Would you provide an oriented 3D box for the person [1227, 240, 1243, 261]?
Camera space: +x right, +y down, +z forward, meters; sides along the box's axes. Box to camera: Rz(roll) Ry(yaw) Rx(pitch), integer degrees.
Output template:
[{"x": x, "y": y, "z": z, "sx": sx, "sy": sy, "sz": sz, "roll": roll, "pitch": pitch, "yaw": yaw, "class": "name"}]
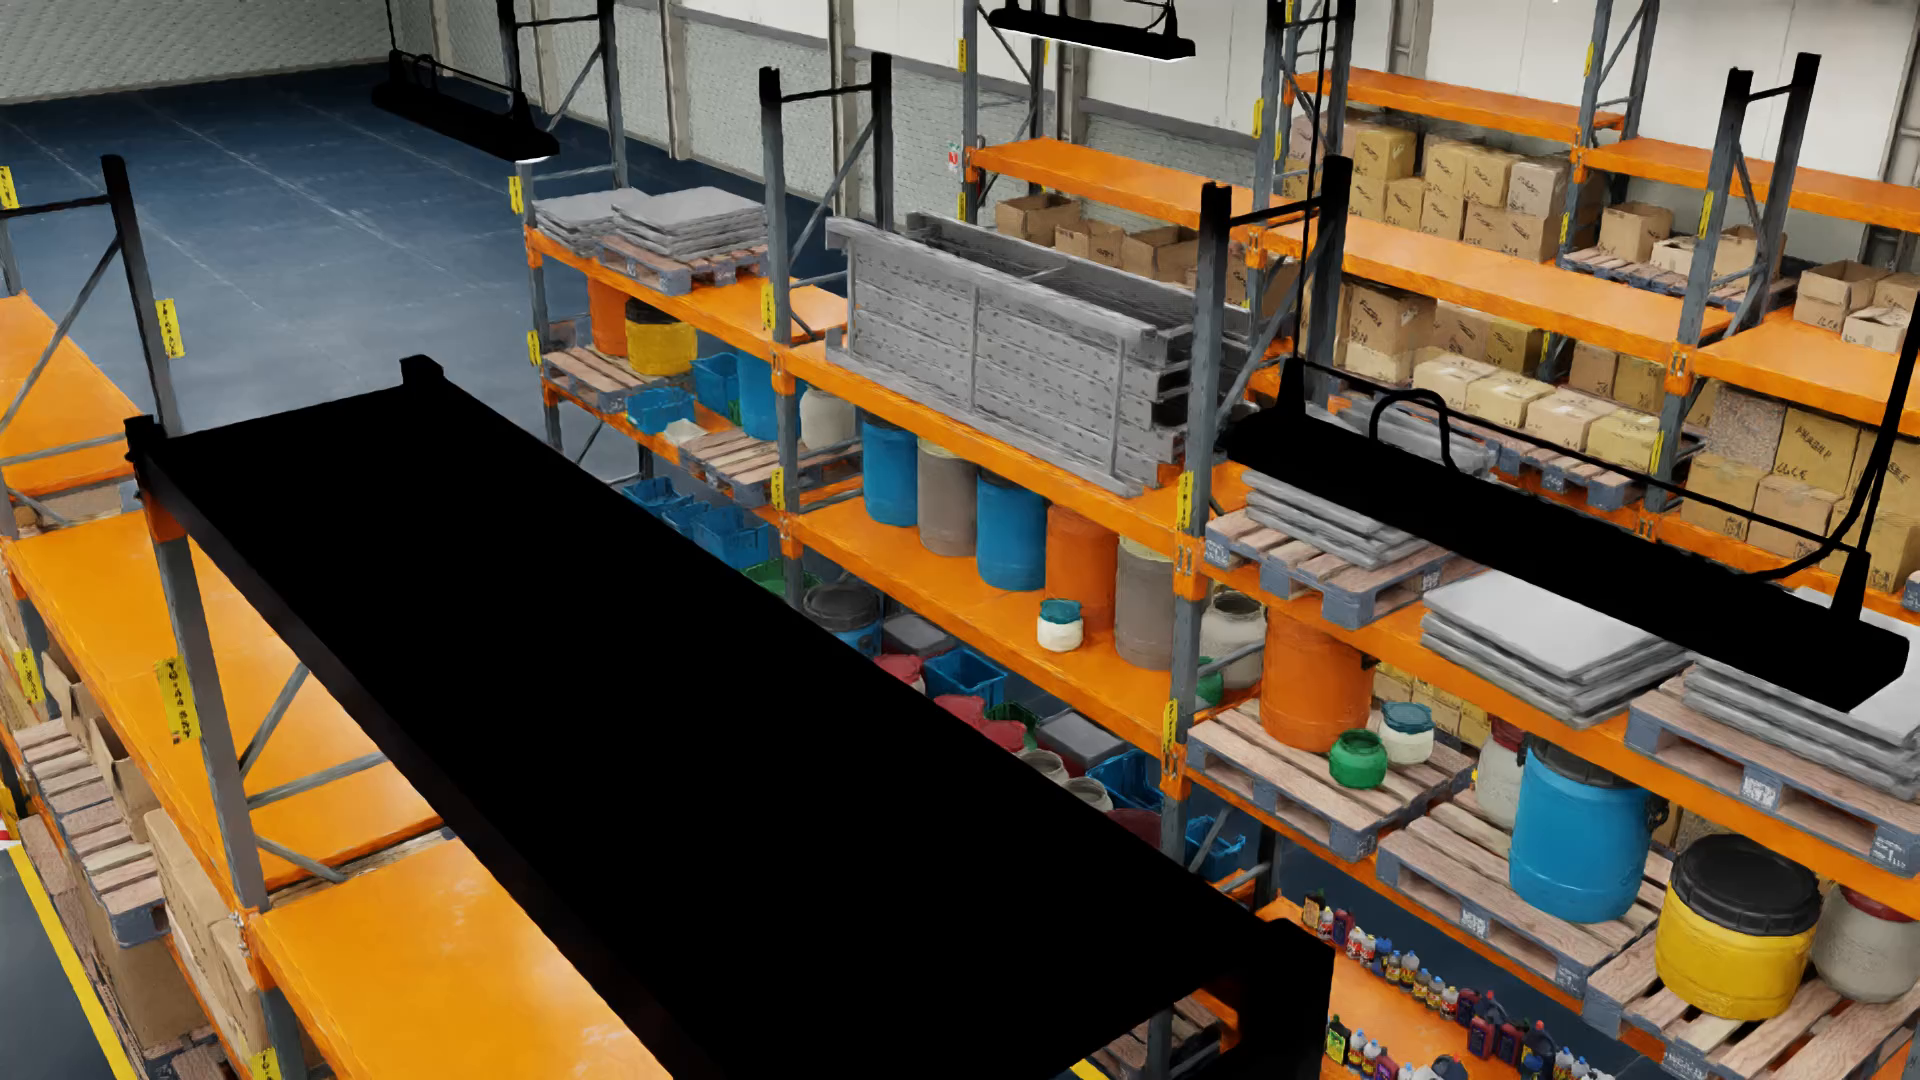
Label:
[{"x": 3.750, "y": -3.263, "z": 22.926, "sx": 0.582, "sy": 1.770, "sz": 0.693, "roll": -2, "pitch": 26, "yaw": -4, "class": "person"}]
